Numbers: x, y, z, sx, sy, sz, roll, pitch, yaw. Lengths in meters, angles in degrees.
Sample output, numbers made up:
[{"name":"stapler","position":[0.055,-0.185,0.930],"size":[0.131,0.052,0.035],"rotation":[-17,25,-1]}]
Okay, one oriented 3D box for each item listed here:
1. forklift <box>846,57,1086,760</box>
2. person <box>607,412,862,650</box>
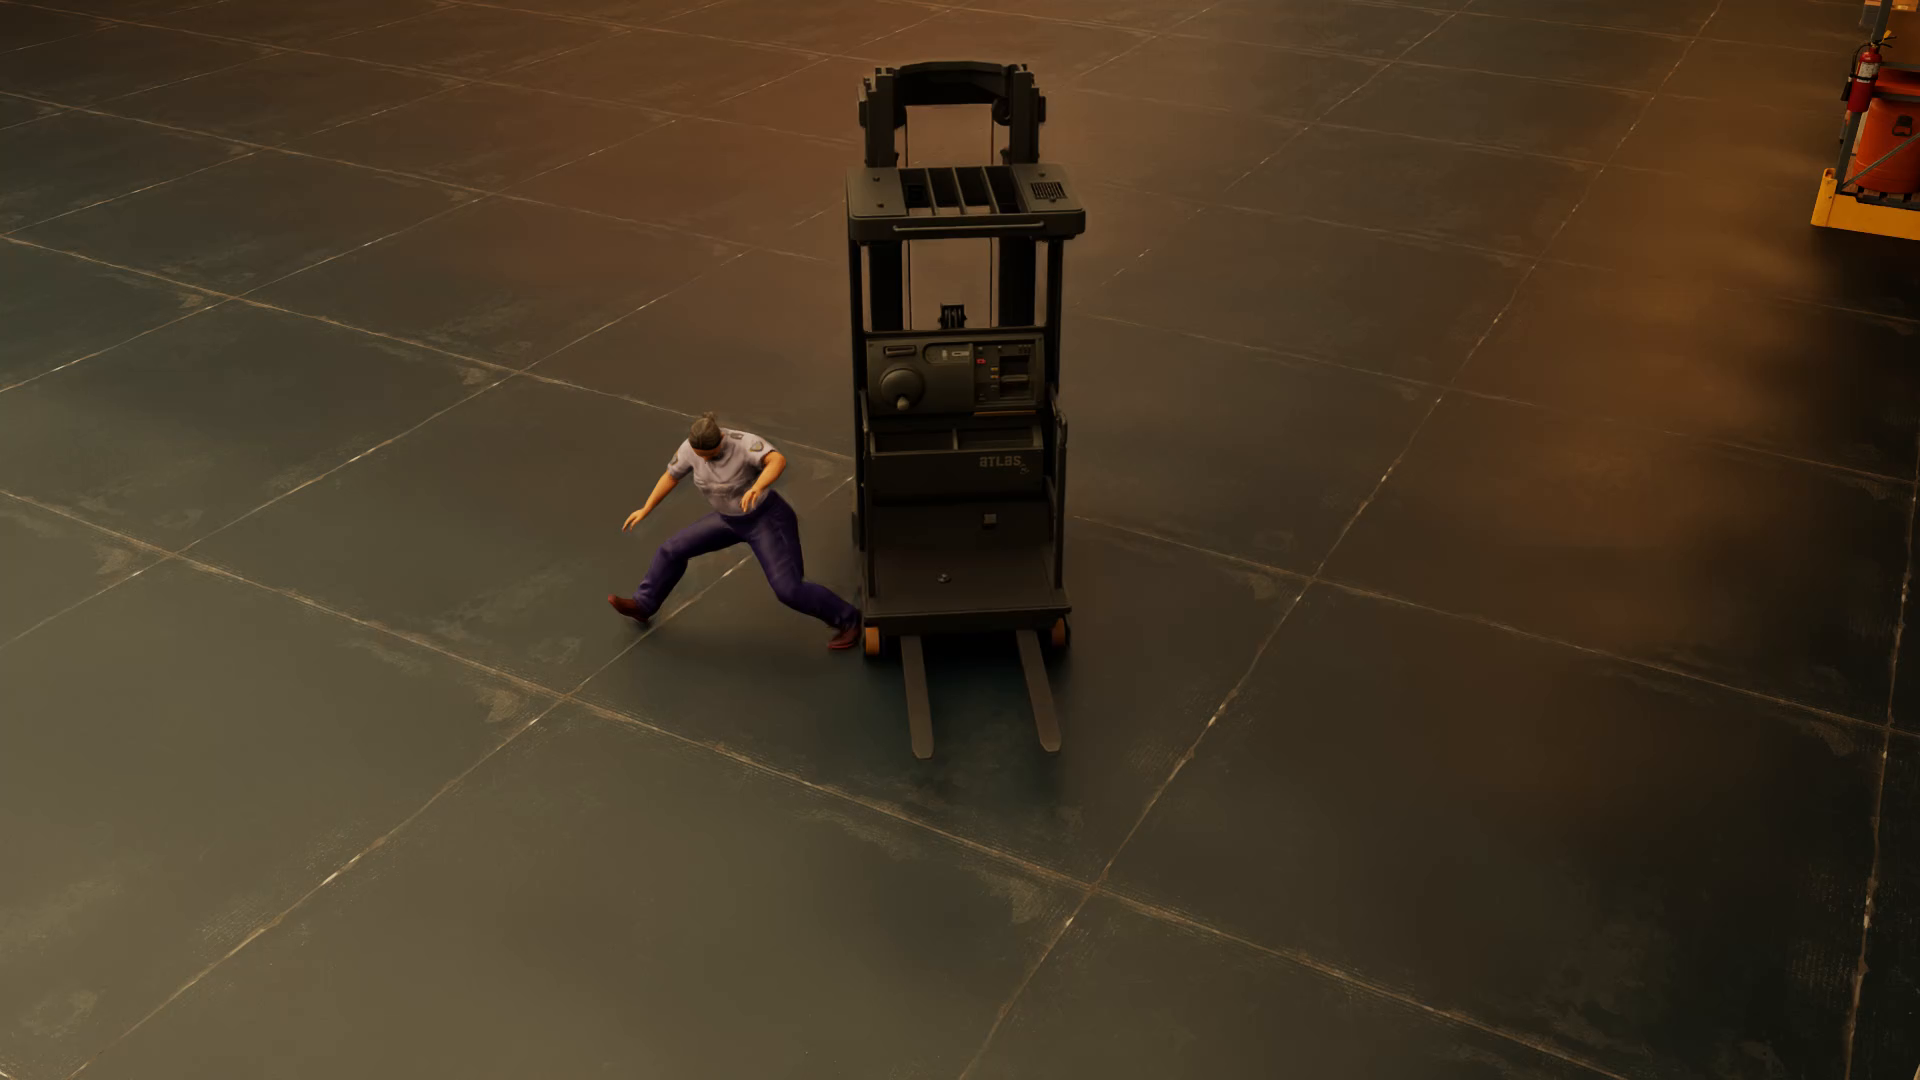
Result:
[{"name":"forklift","position":[0.001,-0.821,8.493],"size":[1.130,2.935,3.031],"rotation":[-3,30,-4]},{"name":"person","position":[-1.203,-0.051,8.785],"size":[1.240,1.320,0.863],"rotation":[22,36,33]}]
